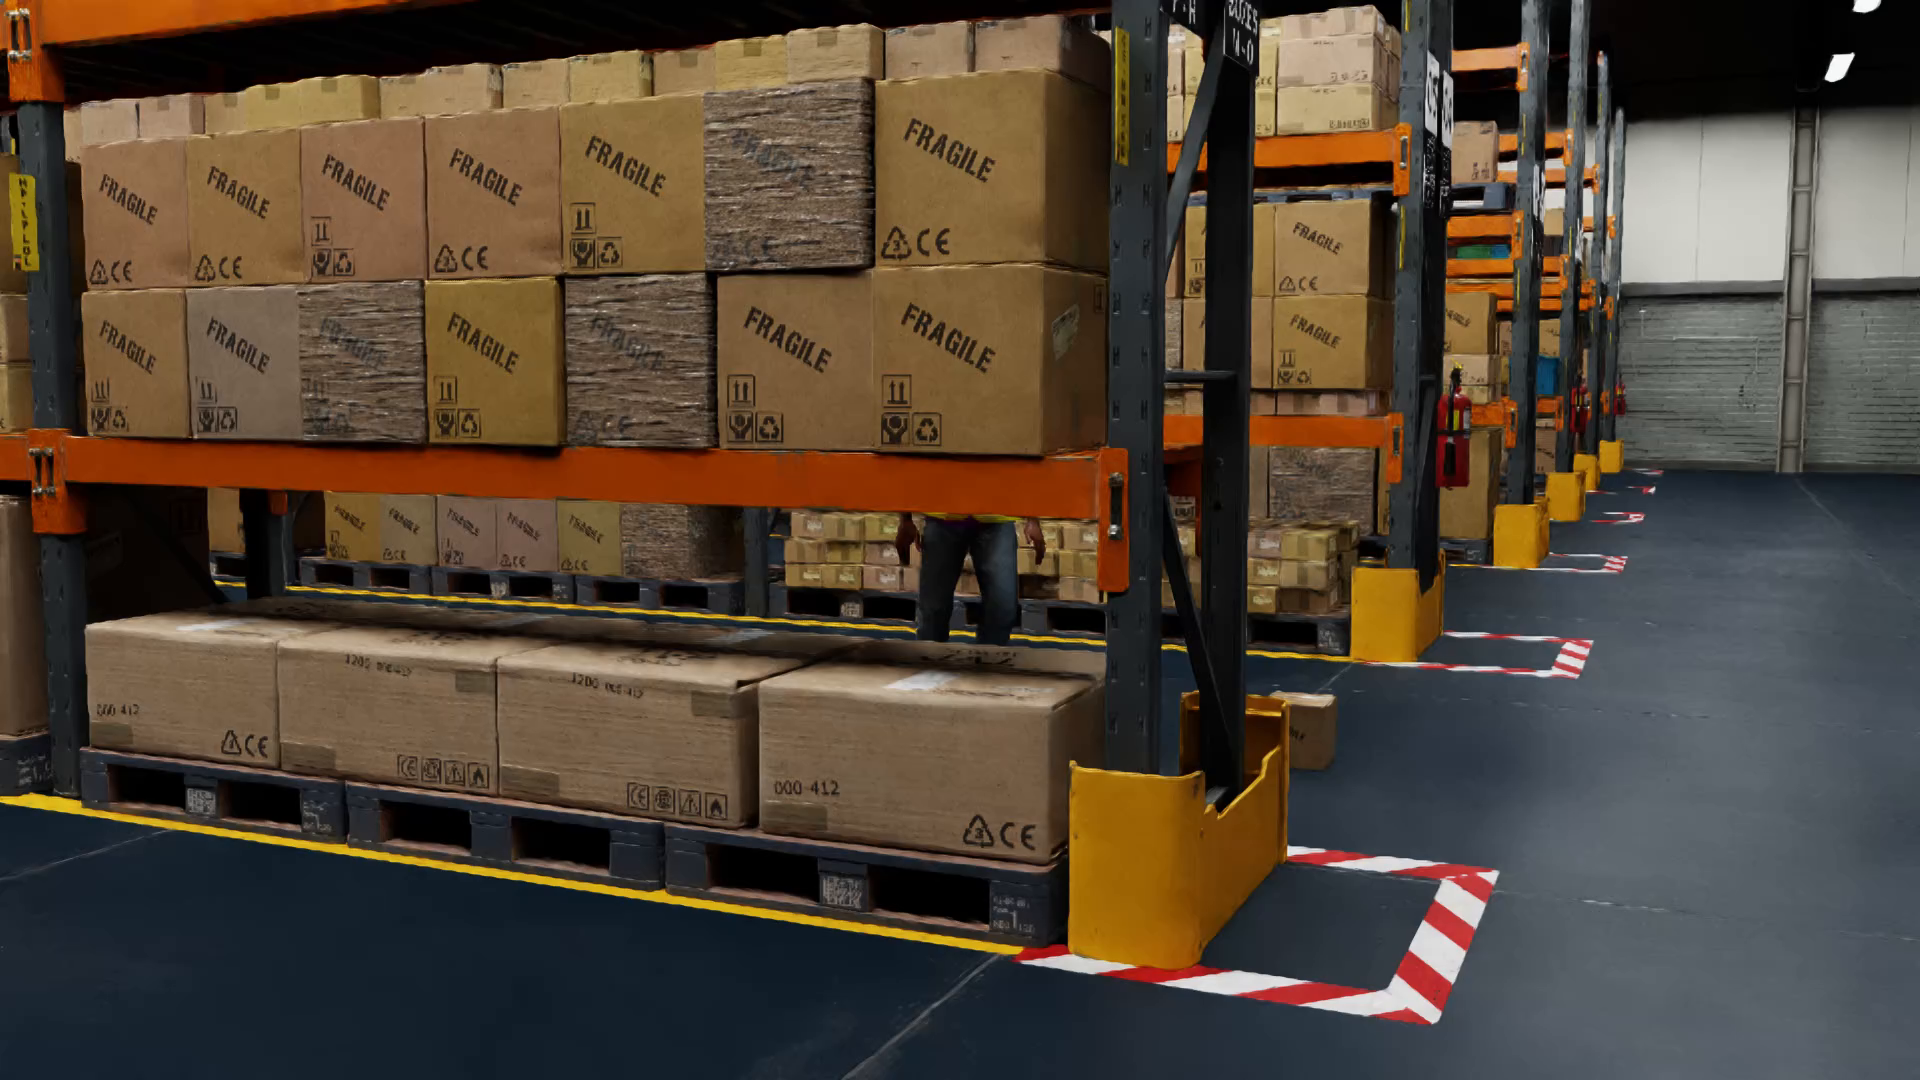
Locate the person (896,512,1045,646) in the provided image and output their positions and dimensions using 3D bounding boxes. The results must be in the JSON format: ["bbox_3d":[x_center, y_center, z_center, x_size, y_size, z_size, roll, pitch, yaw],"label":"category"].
[{"bbox_3d":[0.042,-0.078,7.135,0.635,1.758,0.494,0,6,-1],"label":"person"}]
